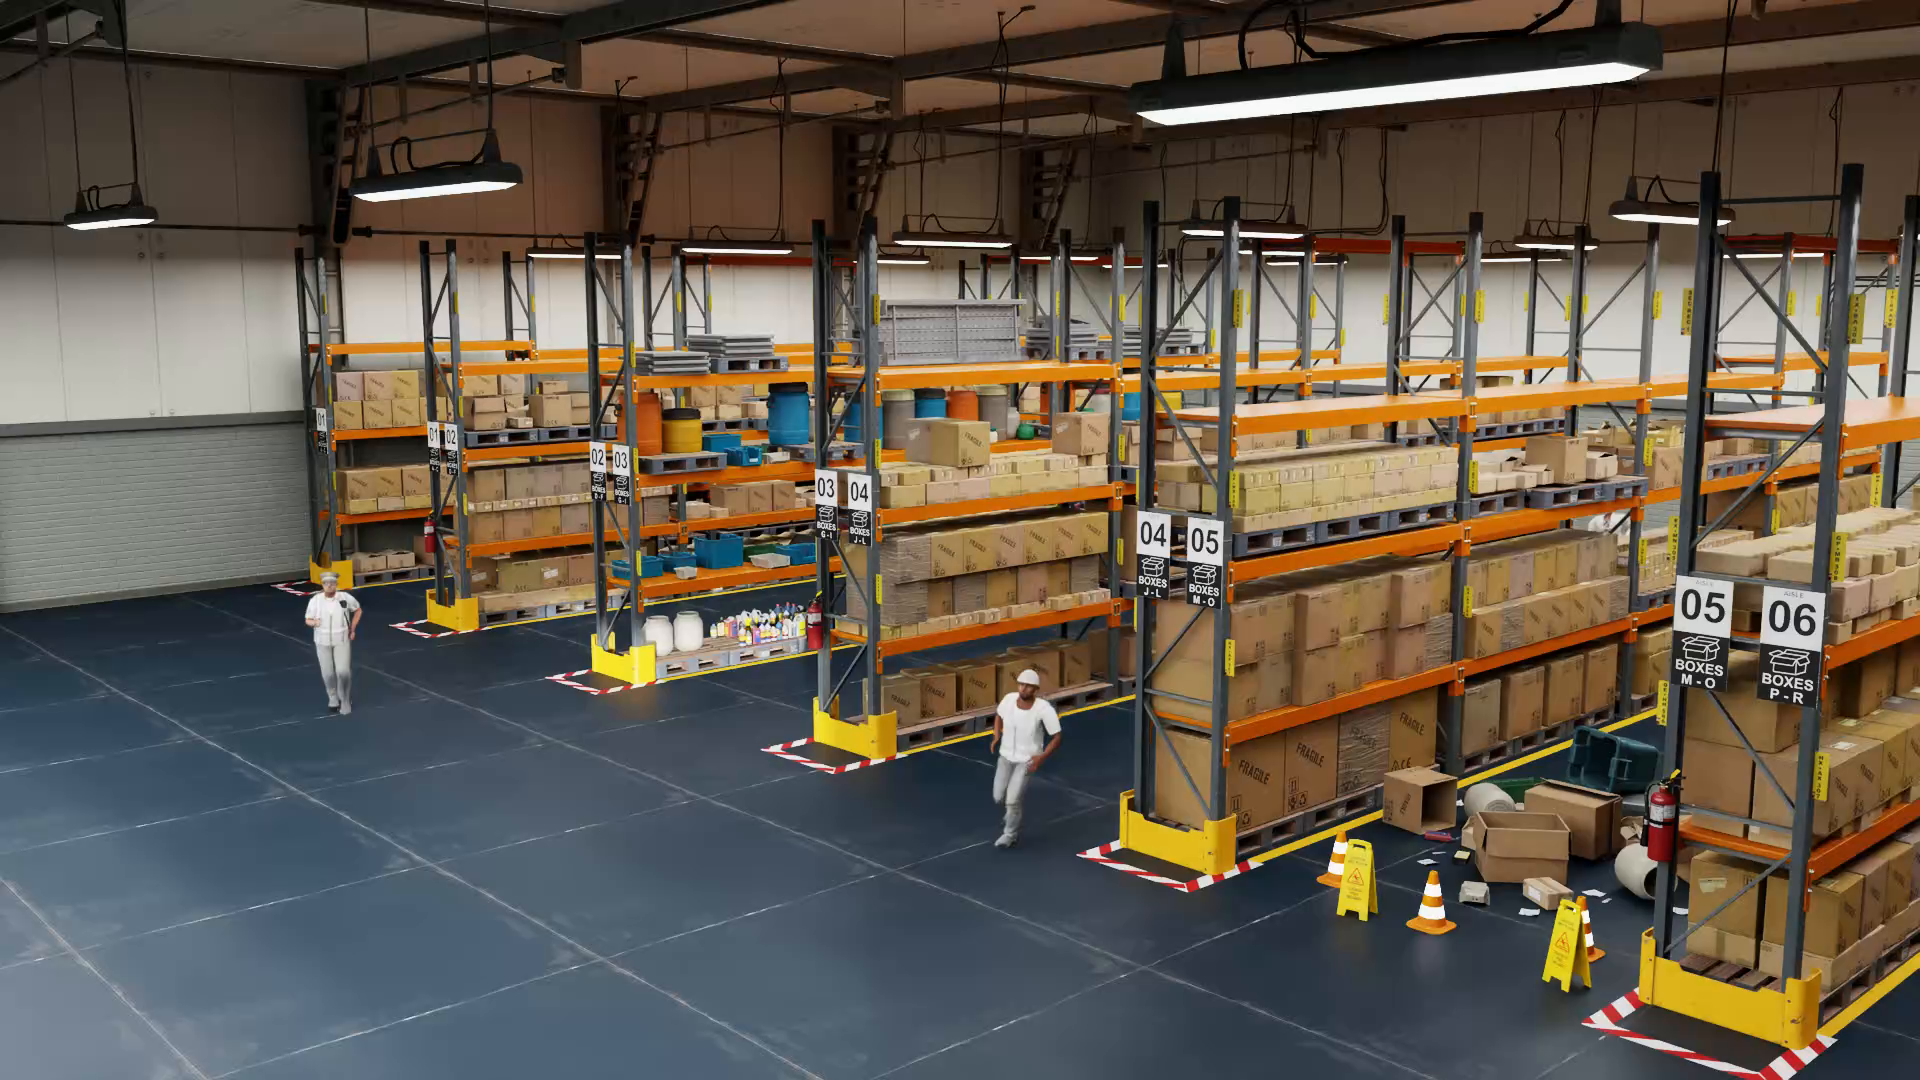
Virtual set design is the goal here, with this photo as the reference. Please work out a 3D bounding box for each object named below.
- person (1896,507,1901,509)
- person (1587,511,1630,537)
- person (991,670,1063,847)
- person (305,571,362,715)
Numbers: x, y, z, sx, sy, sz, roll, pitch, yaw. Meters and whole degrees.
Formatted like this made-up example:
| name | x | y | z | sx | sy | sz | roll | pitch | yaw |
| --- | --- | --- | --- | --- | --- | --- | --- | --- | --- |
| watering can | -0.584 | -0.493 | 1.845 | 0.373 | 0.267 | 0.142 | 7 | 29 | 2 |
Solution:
| name | x | y | z | sx | sy | sz | roll | pitch | yaw |
| --- | --- | --- | --- | --- | --- | --- | --- | --- | --- |
| person | 15.034 | 0.338 | 26.831 | 0.975 | 1.770 | 0.678 | 6 | 10 | 36 |
| person | 10.798 | 0.217 | 27.717 | 0.710 | 1.774 | 1.044 | 7 | 11 | 39 |
| person | 0.642 | 2.038 | 15.726 | 0.743 | 1.713 | 0.564 | 5 | 10 | 29 |
| person | -7.772 | 1.291 | 20.630 | 0.641 | 1.827 | 0.696 | -2 | 9 | -14 |
